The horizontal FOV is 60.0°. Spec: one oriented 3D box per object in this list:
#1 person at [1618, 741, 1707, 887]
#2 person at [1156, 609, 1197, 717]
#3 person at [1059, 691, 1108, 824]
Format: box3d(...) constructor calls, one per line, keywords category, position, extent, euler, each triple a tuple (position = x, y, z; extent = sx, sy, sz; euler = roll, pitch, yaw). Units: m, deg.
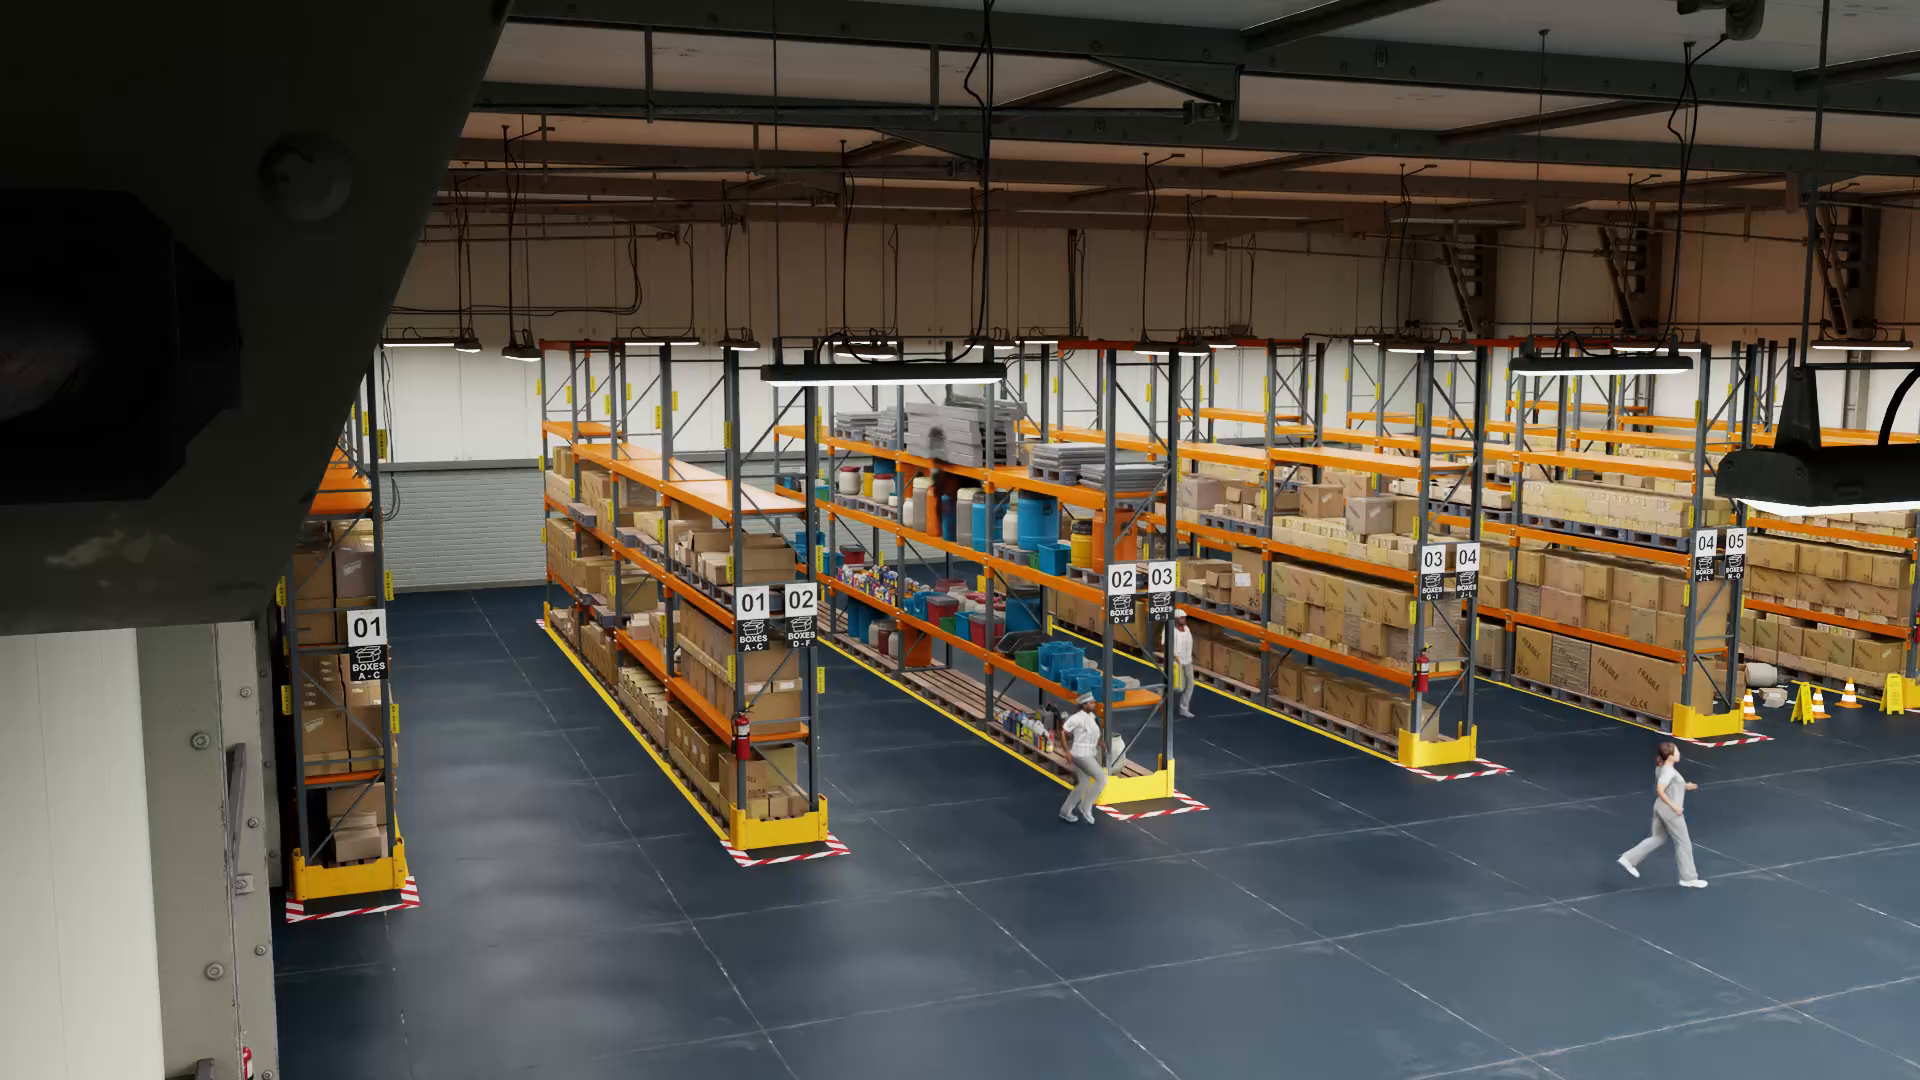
box3d(category="person", position=(7.929, 3.078, 18.662), extent=(0.964, 1.629, 0.570), euler=(0, 7, 3))
box3d(category="person", position=(3.544, 1.977, 26.974), extent=(0.699, 1.738, 0.758), euler=(-6, 9, -37))
box3d(category="person", position=(1.628, 2.755, 21.197), extent=(0.628, 1.623, 0.576), euler=(4, 8, 25))
